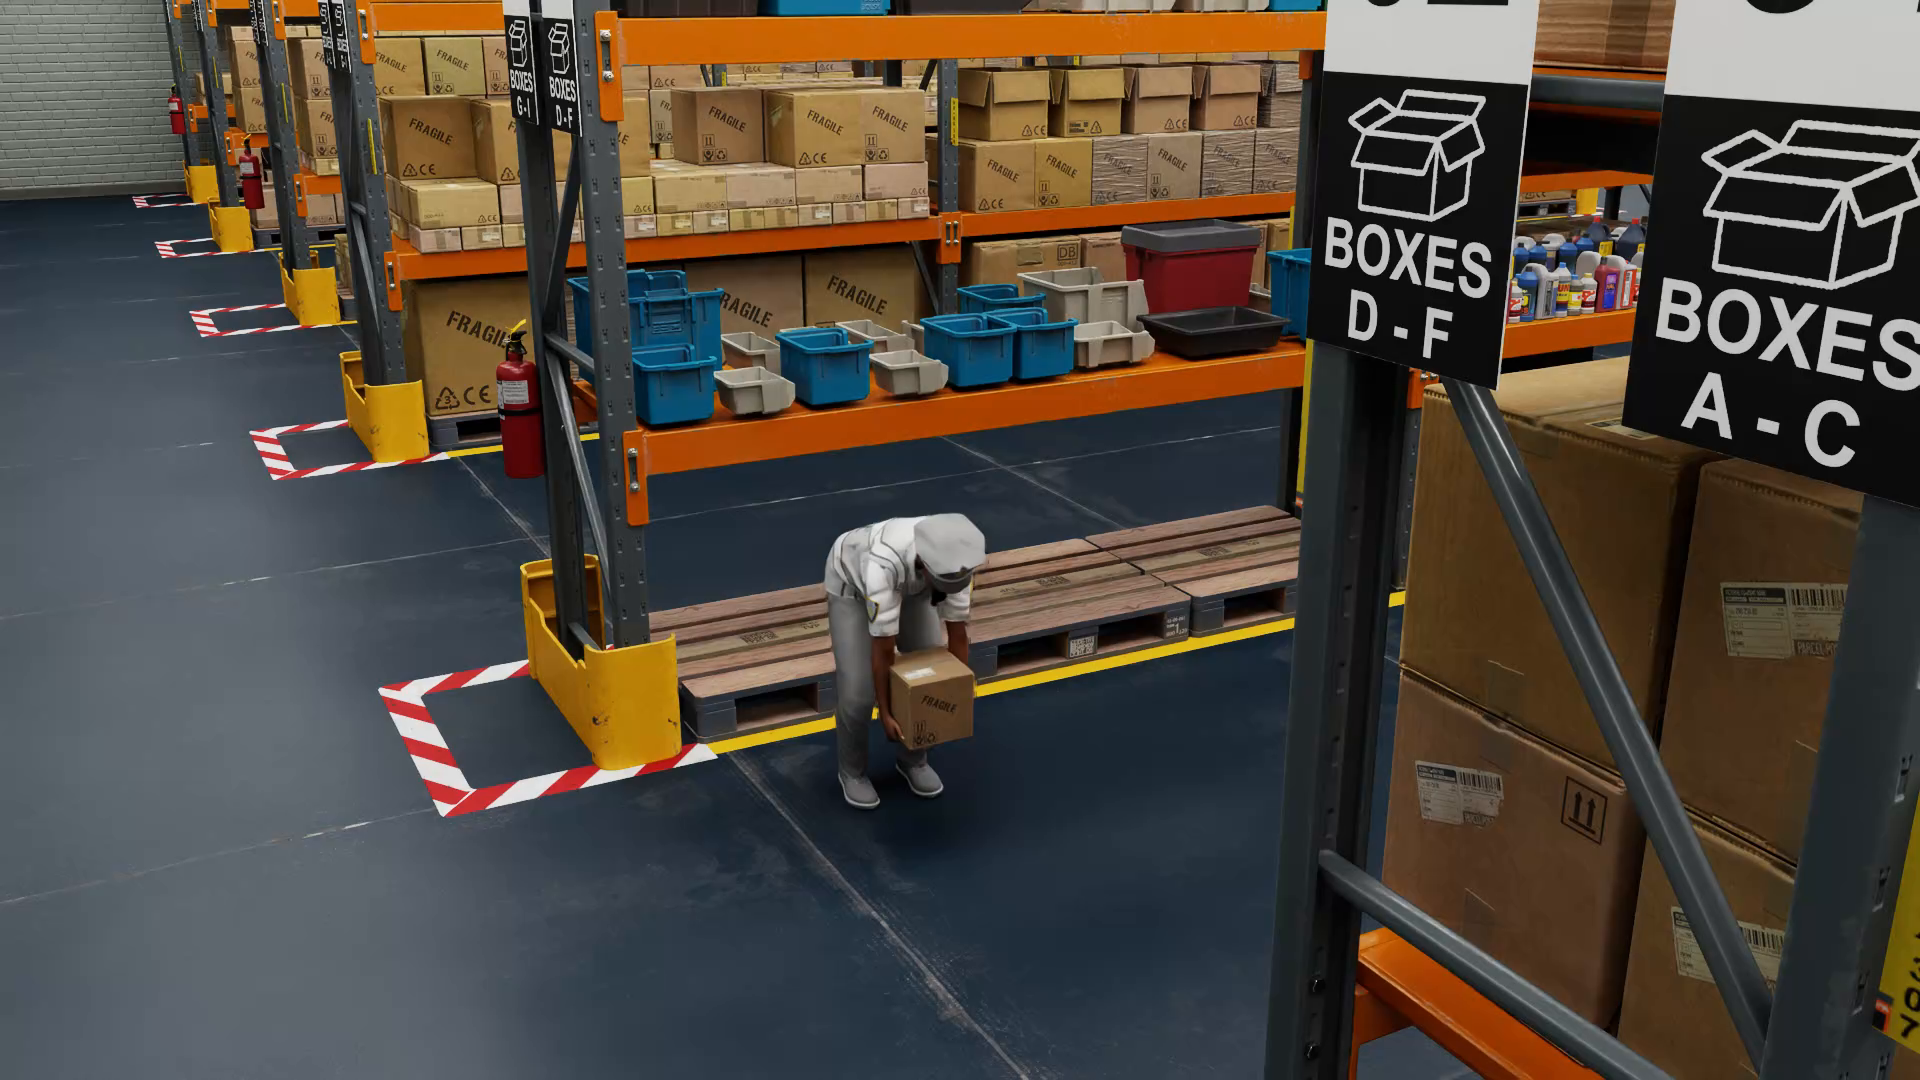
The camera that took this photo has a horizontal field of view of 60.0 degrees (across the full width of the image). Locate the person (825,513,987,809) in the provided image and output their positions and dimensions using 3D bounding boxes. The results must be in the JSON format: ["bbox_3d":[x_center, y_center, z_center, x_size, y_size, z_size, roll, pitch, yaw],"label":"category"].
[{"bbox_3d":[-0.191,0.426,5.987,0.433,1.236,0.907,-8,20,-23],"label":"person"}]
